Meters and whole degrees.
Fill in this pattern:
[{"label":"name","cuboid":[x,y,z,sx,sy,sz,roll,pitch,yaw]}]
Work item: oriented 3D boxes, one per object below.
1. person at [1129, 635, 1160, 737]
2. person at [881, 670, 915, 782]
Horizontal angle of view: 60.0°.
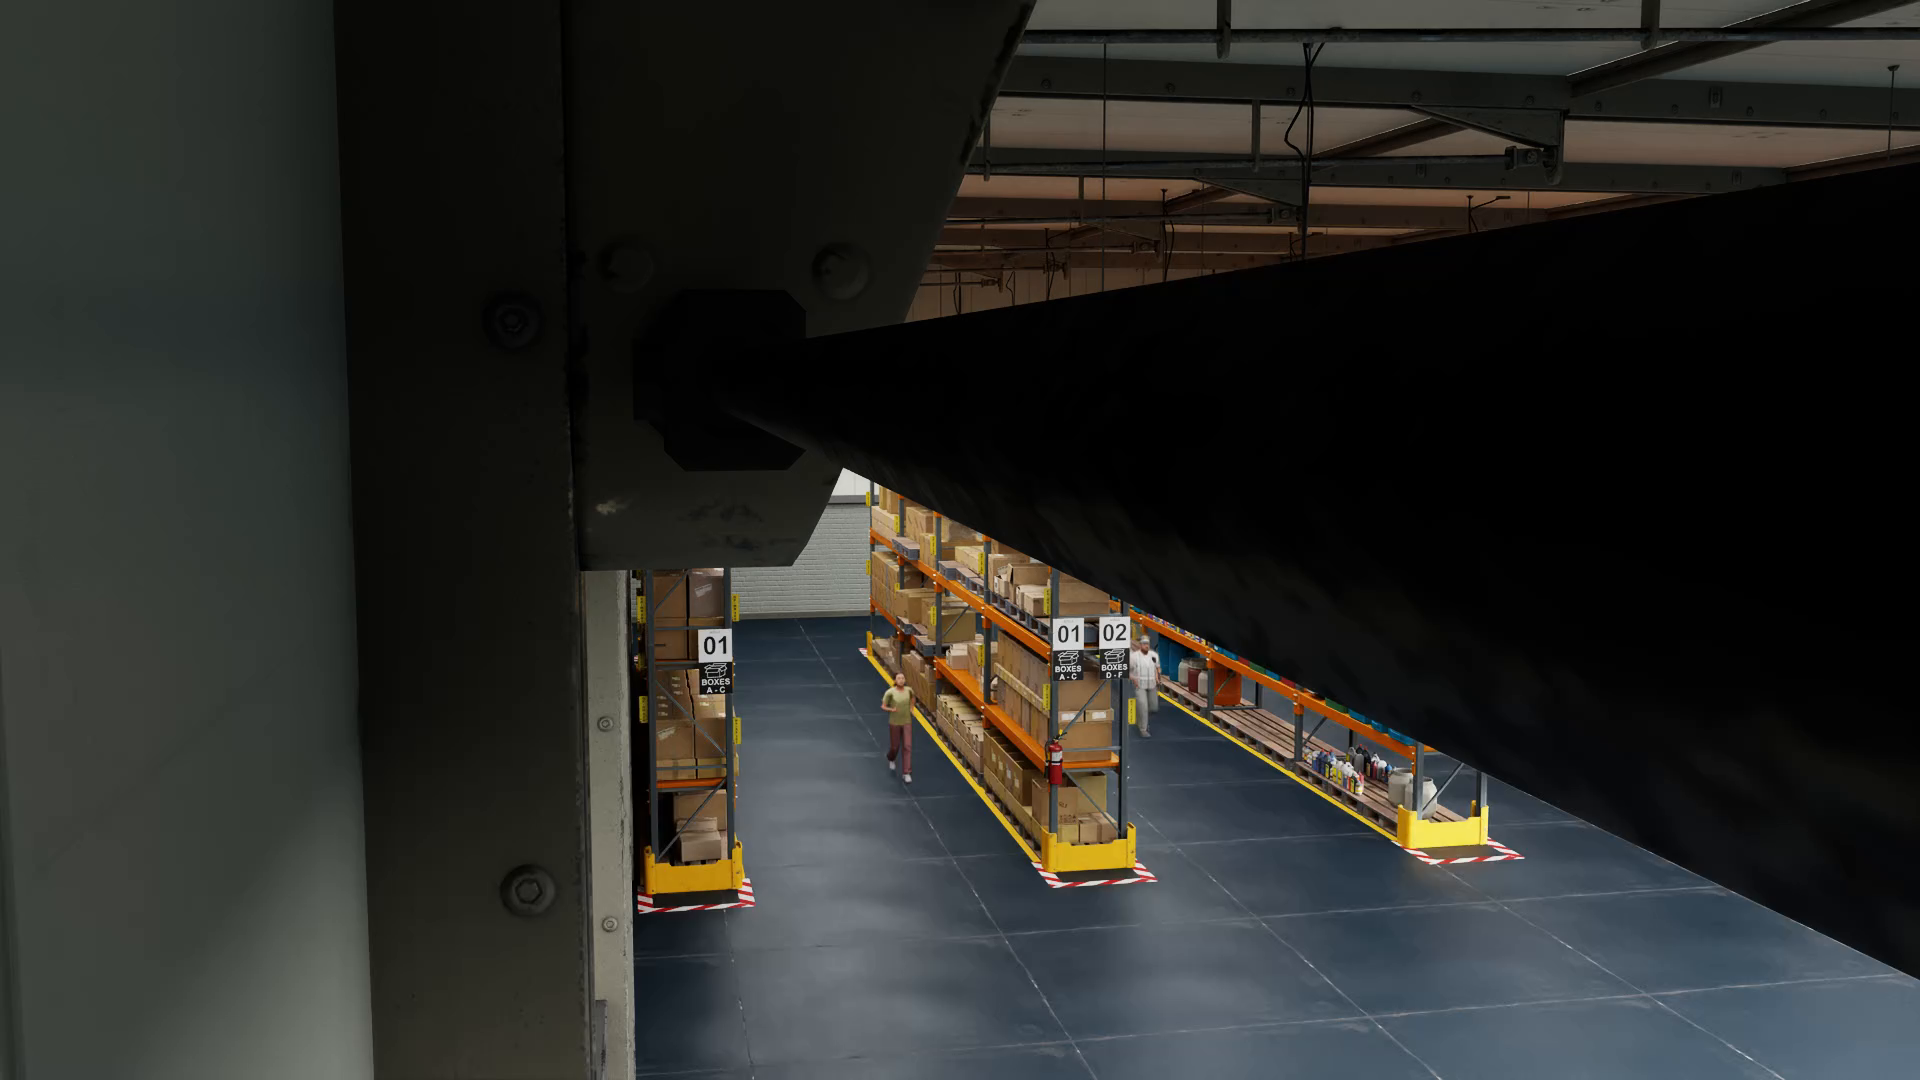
[{"label":"person","cuboid":[3.149,2.485,28.554,0.664,1.733,0.654,-2,6,-15]},{"label":"person","cuboid":[-0.916,2.812,25.440,0.580,1.636,0.990,-2,6,-17]}]
